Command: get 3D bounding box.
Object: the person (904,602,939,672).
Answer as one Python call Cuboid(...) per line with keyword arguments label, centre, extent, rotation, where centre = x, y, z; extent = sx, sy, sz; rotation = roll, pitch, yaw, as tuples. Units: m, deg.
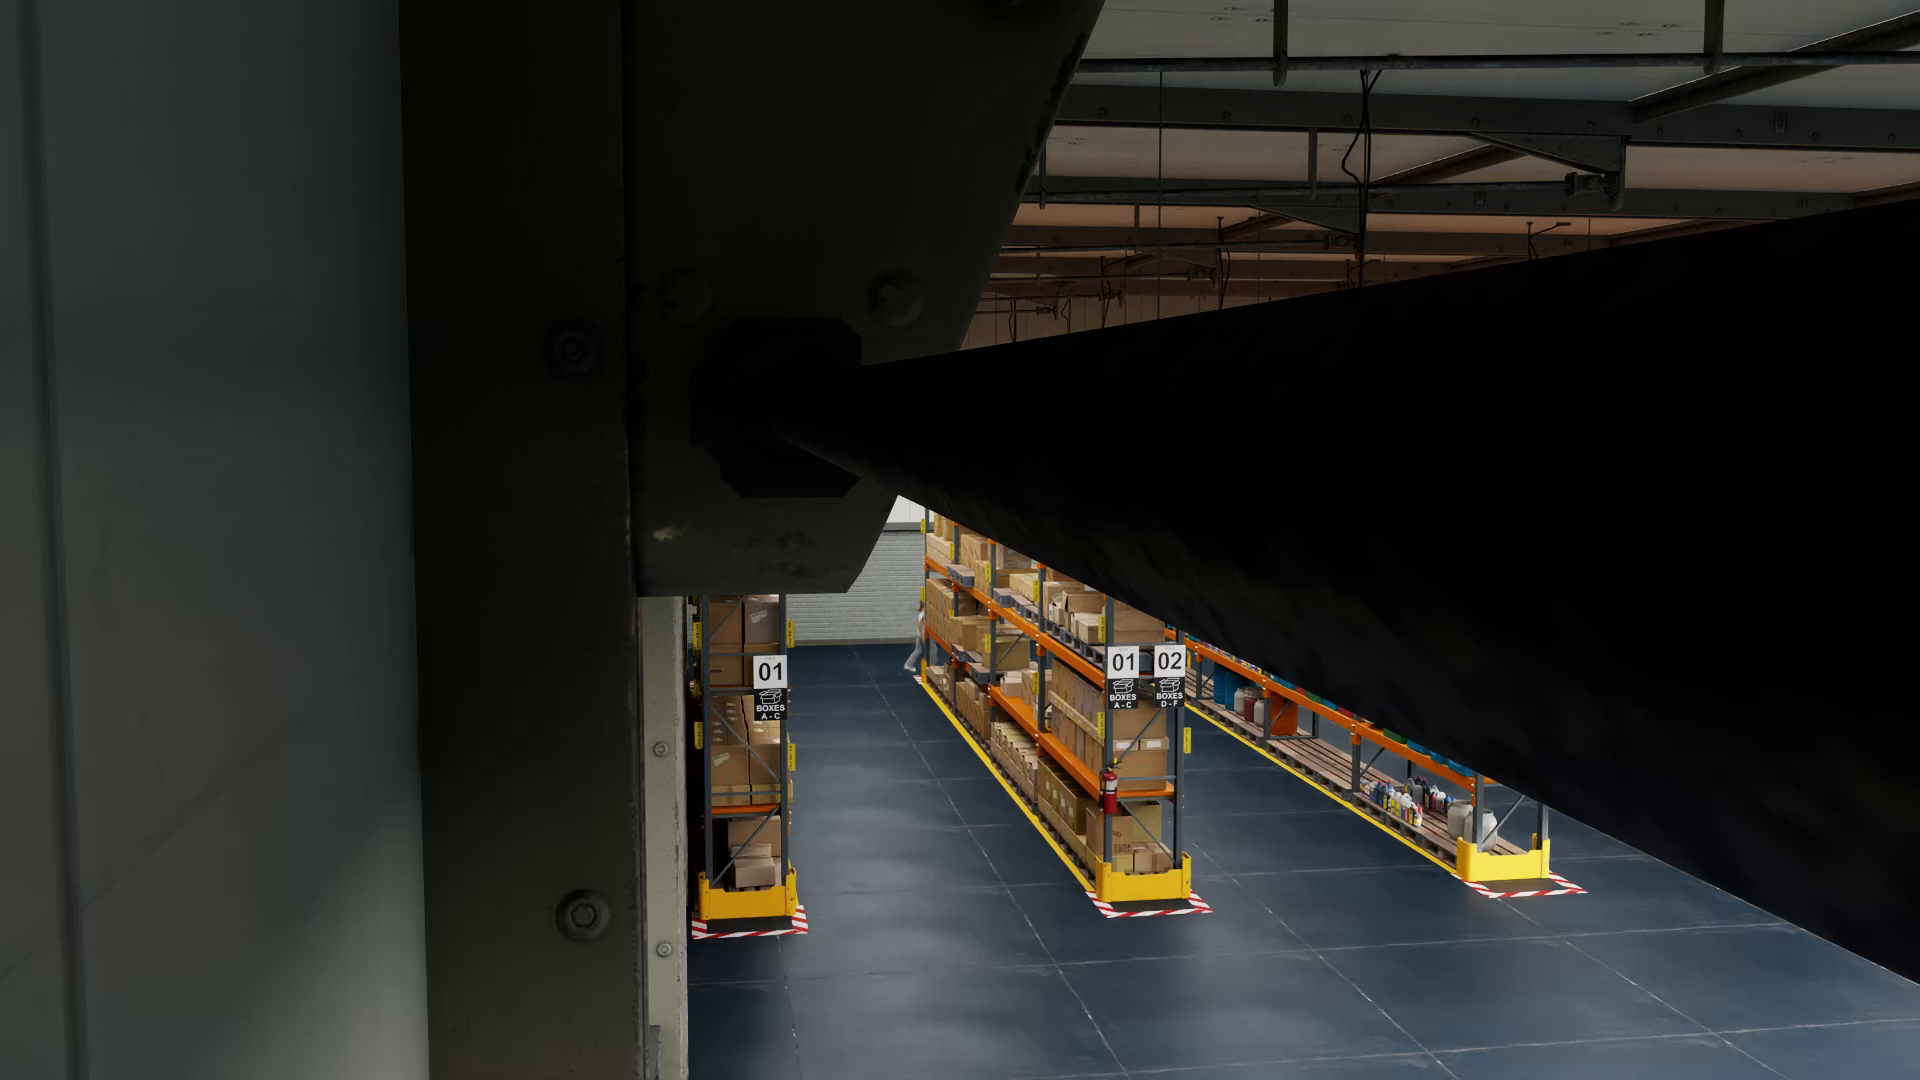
Cuboid(label="person", centre=(-0.858, 2.215, 37.552), extent=(0.877, 1.678, 0.558), rotation=(-2, 5, -22))
